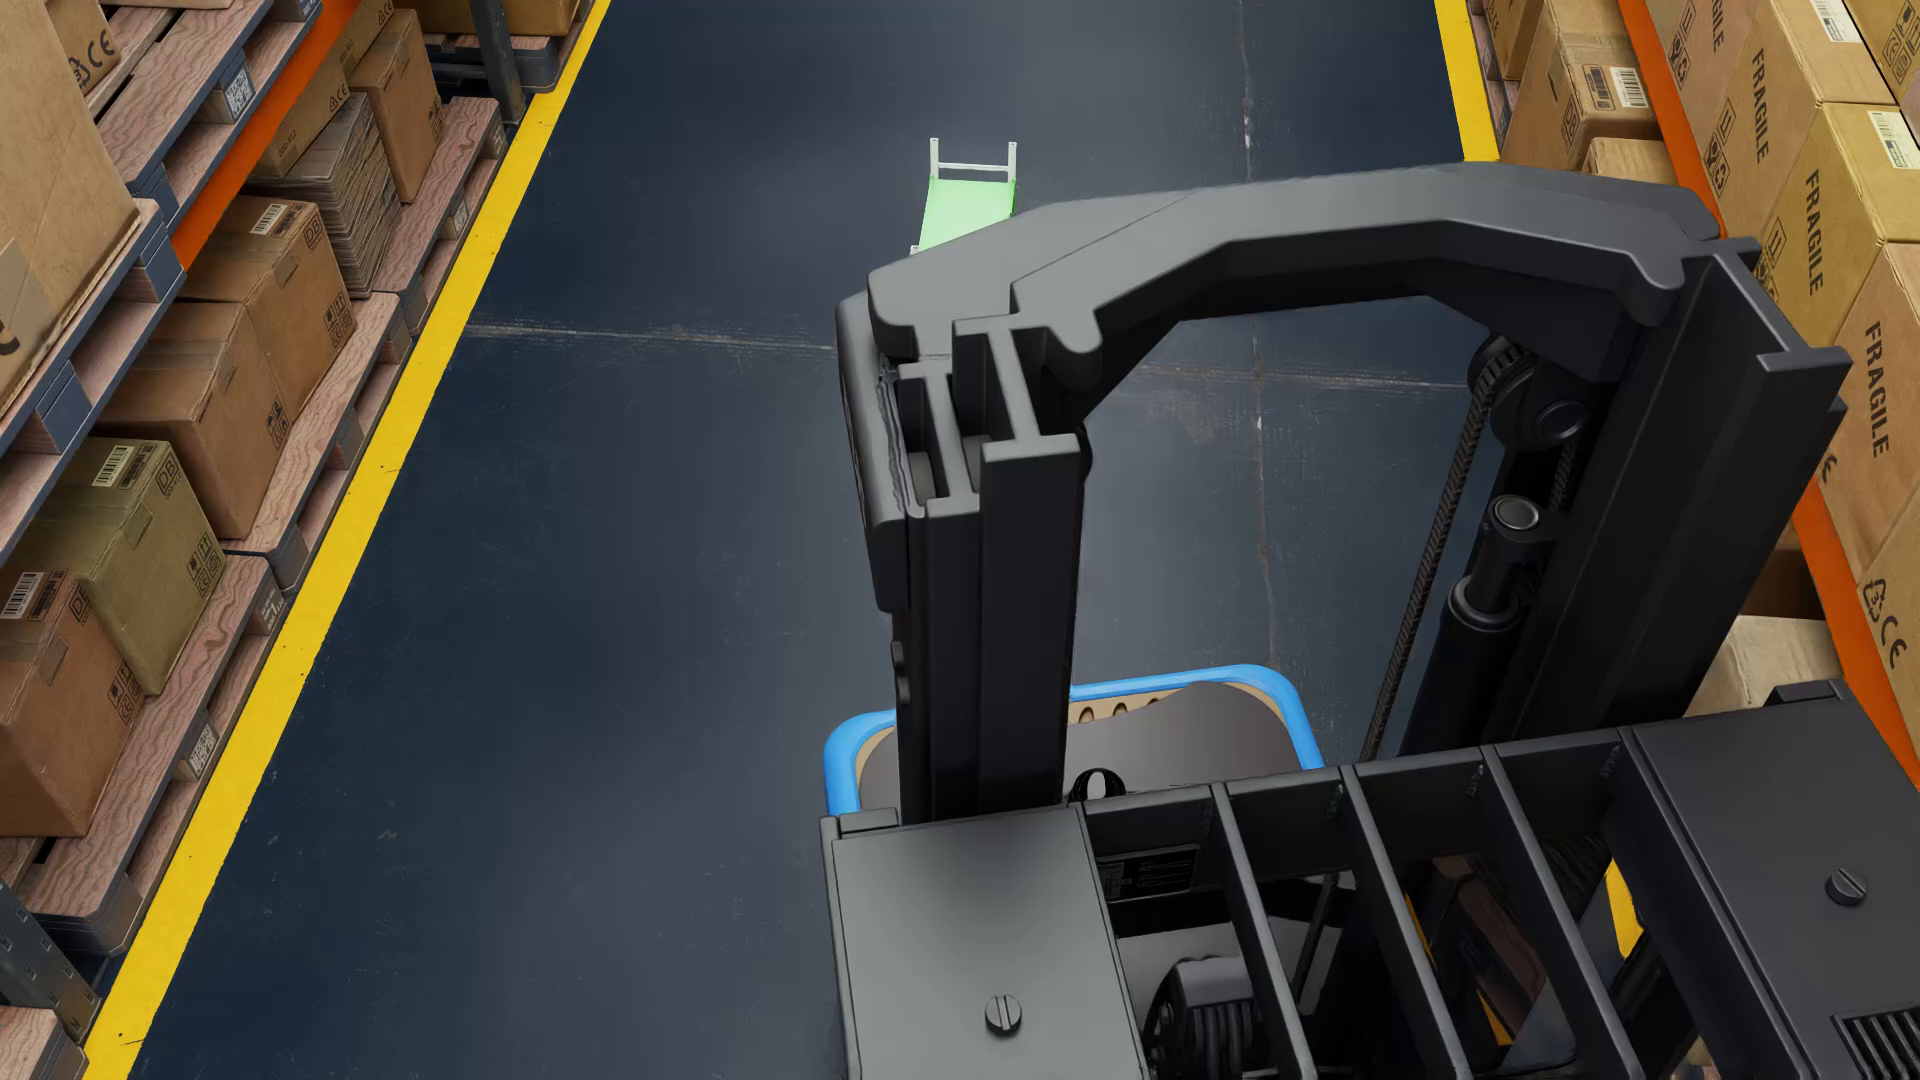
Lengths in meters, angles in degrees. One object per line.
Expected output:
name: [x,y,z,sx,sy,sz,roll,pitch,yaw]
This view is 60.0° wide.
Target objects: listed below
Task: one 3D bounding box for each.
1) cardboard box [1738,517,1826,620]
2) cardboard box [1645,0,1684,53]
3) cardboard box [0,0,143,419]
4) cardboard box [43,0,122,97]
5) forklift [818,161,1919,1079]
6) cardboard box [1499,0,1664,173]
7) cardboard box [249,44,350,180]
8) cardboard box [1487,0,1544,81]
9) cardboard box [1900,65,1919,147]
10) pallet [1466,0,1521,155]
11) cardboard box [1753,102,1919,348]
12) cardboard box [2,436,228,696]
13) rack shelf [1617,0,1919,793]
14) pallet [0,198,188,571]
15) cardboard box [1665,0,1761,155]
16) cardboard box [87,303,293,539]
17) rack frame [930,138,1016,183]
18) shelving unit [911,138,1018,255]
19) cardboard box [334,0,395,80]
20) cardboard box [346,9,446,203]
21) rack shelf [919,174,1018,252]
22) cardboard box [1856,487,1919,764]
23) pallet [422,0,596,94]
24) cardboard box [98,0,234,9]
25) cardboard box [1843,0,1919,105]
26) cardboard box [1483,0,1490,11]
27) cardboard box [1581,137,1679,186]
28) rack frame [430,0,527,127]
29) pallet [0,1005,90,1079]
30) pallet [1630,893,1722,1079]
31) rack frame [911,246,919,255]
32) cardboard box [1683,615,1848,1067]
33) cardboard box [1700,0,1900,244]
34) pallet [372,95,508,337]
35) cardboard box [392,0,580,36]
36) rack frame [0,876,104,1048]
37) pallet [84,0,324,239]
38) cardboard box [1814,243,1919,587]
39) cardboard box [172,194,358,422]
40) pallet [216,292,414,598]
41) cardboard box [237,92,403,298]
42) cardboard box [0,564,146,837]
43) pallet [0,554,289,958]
cardboard box: [2.329,0.016,4.443,1.050,0.750,0.750,4,48,4]
cardboard box: [2.282,-1.719,4.721,0.500,0.500,0.500,3,48,3]
cardboard box: [-2.448,-0.758,3.219,1.000,1.000,1.000,4,48,4]
cardboard box: [-2.593,-1.296,4.048,0.797,0.503,0.637,8,48,8]
forklift: [0.444,1.123,2.236,1.130,2.935,3.031,-7,48,-6]
cardboard box: [2.490,-1.312,5.657,1.050,0.750,0.750,3,48,3]
cardboard box: [-2.364,-1.451,5.432,0.500,0.250,0.500,9,48,8]
cardboard box: [2.435,-2.170,6.611,0.500,0.500,0.500,4,48,3]
cardboard box: [2.401,-0.917,3.311,0.700,0.500,0.500,4,48,4]
pallet: [2.708,-2.004,6.939,1.003,0.211,1.213,4,48,4]
cardboard box: [2.144,-0.609,3.706,0.500,0.500,0.500,4,48,4]
cardboard box: [-2.520,0.057,4.561,0.700,0.500,0.500,4,48,3]
rack shelf: [2.453,-0.658,4.307,1.077,0.370,4.000,4,48,4]
pallet: [-2.445,-0.326,3.645,1.003,0.211,1.213,4,48,4]
cardboard box: [2.236,-1.348,4.382,0.500,0.500,0.500,4,48,3]
cardboard box: [-2.469,-0.354,4.937,0.700,0.500,0.500,0,48,0]
rack frame: [0.037,-0.706,5.083,0.240,1.200,0.015,4,48,4]
shelving unit: [0.015,-0.527,4.919,0.258,1.200,0.503,4,48,4]
cardboard box: [-2.326,-1.842,5.790,0.500,0.250,0.500,6,48,5]
cardboard box: [-2.336,-1.589,6.067,0.700,0.500,0.500,2,48,1]
rack shelf: [0.015,-0.807,4.611,0.258,0.148,0.480,4,48,4]
cardboard box: [2.052,0.134,3.027,0.500,0.500,0.500,4,48,3]
pallet: [-2.148,-2.411,7.313,1.003,0.211,1.213,4,48,4]
cardboard box: [-2.178,-1.631,4.516,0.396,0.266,0.258,3,48,2]
cardboard box: [2.449,-1.288,3.650,0.700,0.500,0.500,3,48,3]
cardboard box: [2.486,-2.551,6.960,0.500,0.500,0.500,6,48,5]
cardboard box: [2.414,-0.669,5.069,1.050,0.750,0.750,5,48,4]
rack frame: [-2.295,-2.778,5.758,1.000,3.000,0.127,4,48,4]
pallet: [-2.685,1.598,3.645,1.003,0.211,1.213,4,48,4]
pallet: [2.266,0.938,4.249,1.003,0.211,1.213,4,48,4]
rack frame: [-0.007,-0.347,4.755,0.240,1.200,0.015,4,48,4]
cardboard box: [2.238,0.724,3.795,1.050,0.750,0.750,4,48,3]
cardboard box: [2.188,-0.982,4.048,0.500,0.500,0.500,3,48,3]
pallet: [-2.368,-1.263,6.262,1.003,0.211,1.213,4,48,4]
cardboard box: [-2.211,-2.709,6.850,1.225,0.875,0.875,2,48,2]
rack frame: [-2.659,0.161,3.070,1.000,3.000,0.127,4,48,4]
pallet: [-2.434,-1.256,4.496,1.003,0.211,1.213,4,48,4]
cardboard box: [2.098,-0.238,3.367,0.500,0.500,0.500,3,48,3]
cardboard box: [-2.419,-0.764,5.312,0.700,0.500,0.500,7,48,7]
pallet: [-2.481,-0.369,5.444,1.003,0.211,1.213,4,48,4]
cardboard box: [-2.374,-1.181,5.693,0.700,0.500,0.500,0,48,0]
cardboard box: [-2.582,0.406,4.241,0.700,0.500,0.500,1,48,1]
pallet: [-2.590,0.530,4.622,1.003,0.211,1.213,4,48,4]
